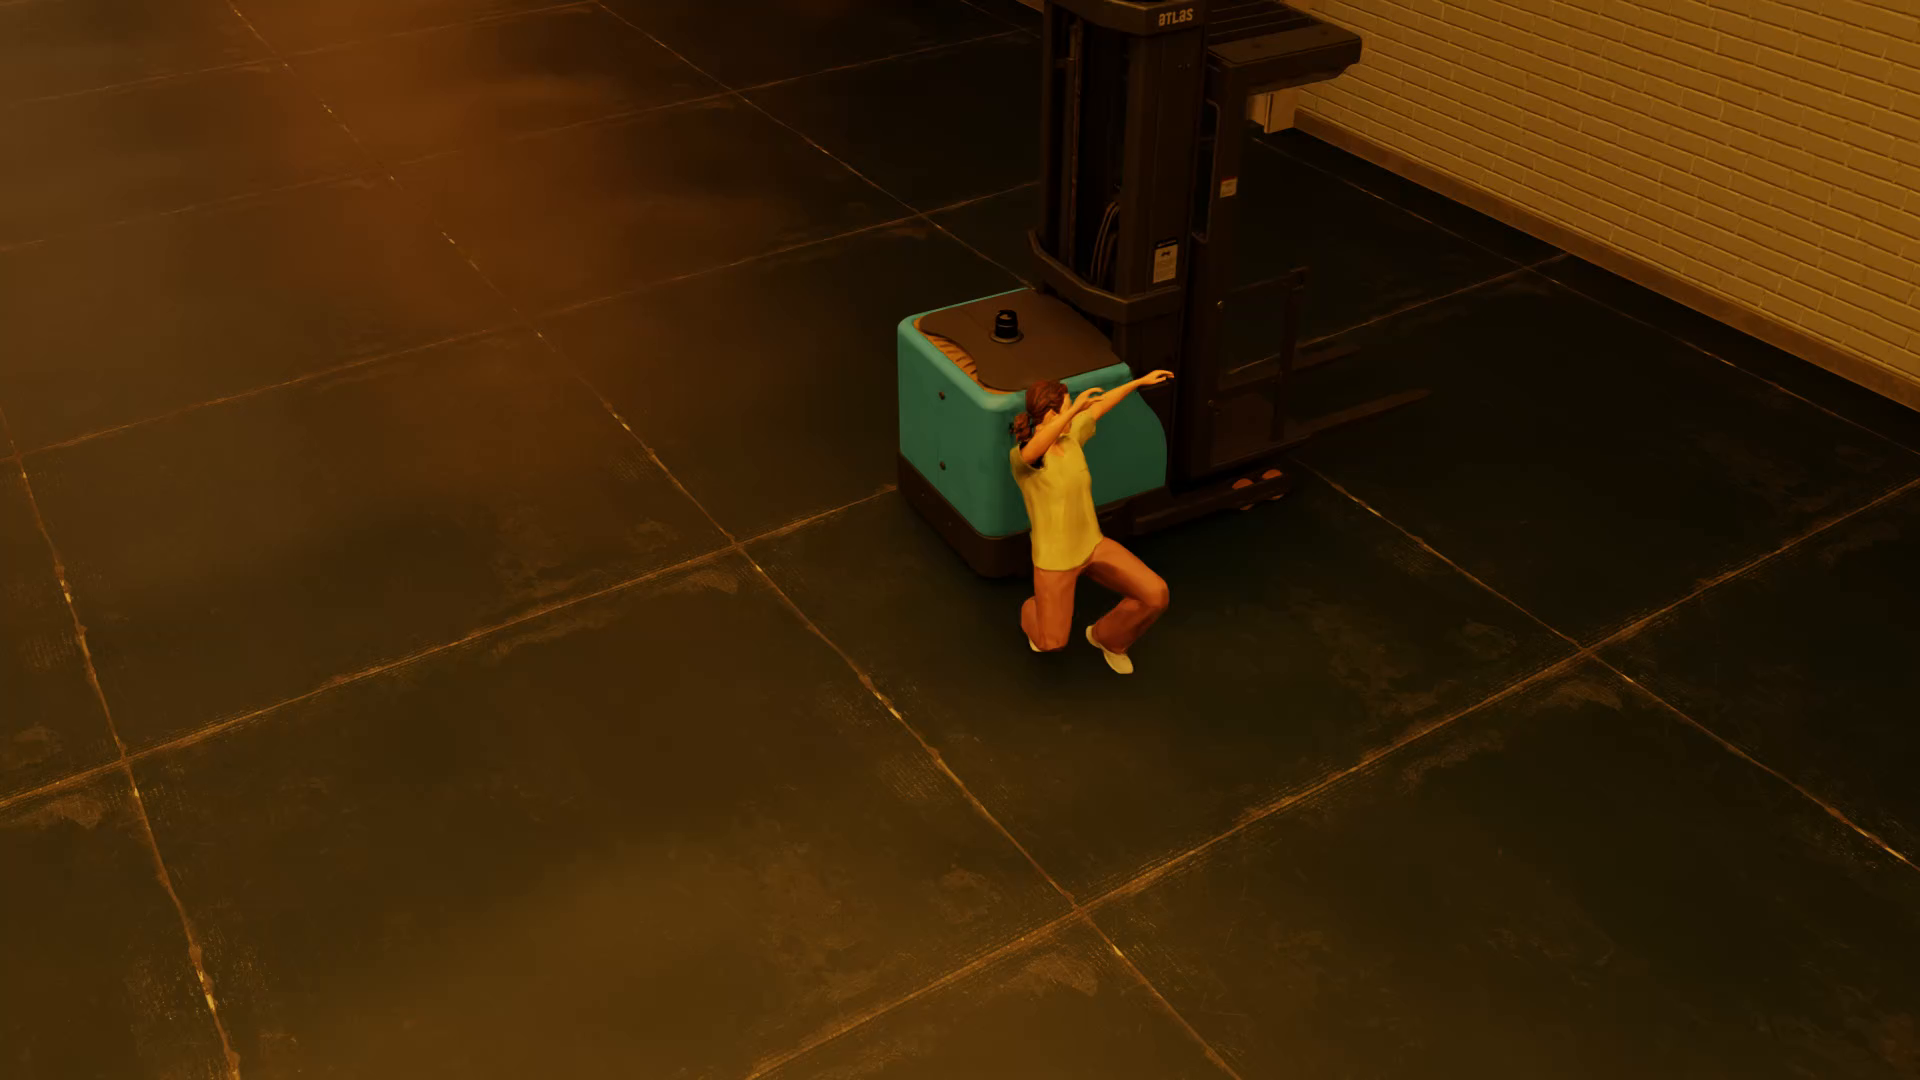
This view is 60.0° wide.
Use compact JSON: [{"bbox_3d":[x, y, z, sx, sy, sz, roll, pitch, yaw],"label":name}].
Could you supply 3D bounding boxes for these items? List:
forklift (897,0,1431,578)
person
[{"bbox_3d":[1.208,-1.609,8.437,3.031,2.935,1.130,-17,39,-23],"label":"forklift"},{"bbox_3d":[0.707,-0.096,7.532,0.991,1.527,0.801,-22,40,-28],"label":"person"}]
